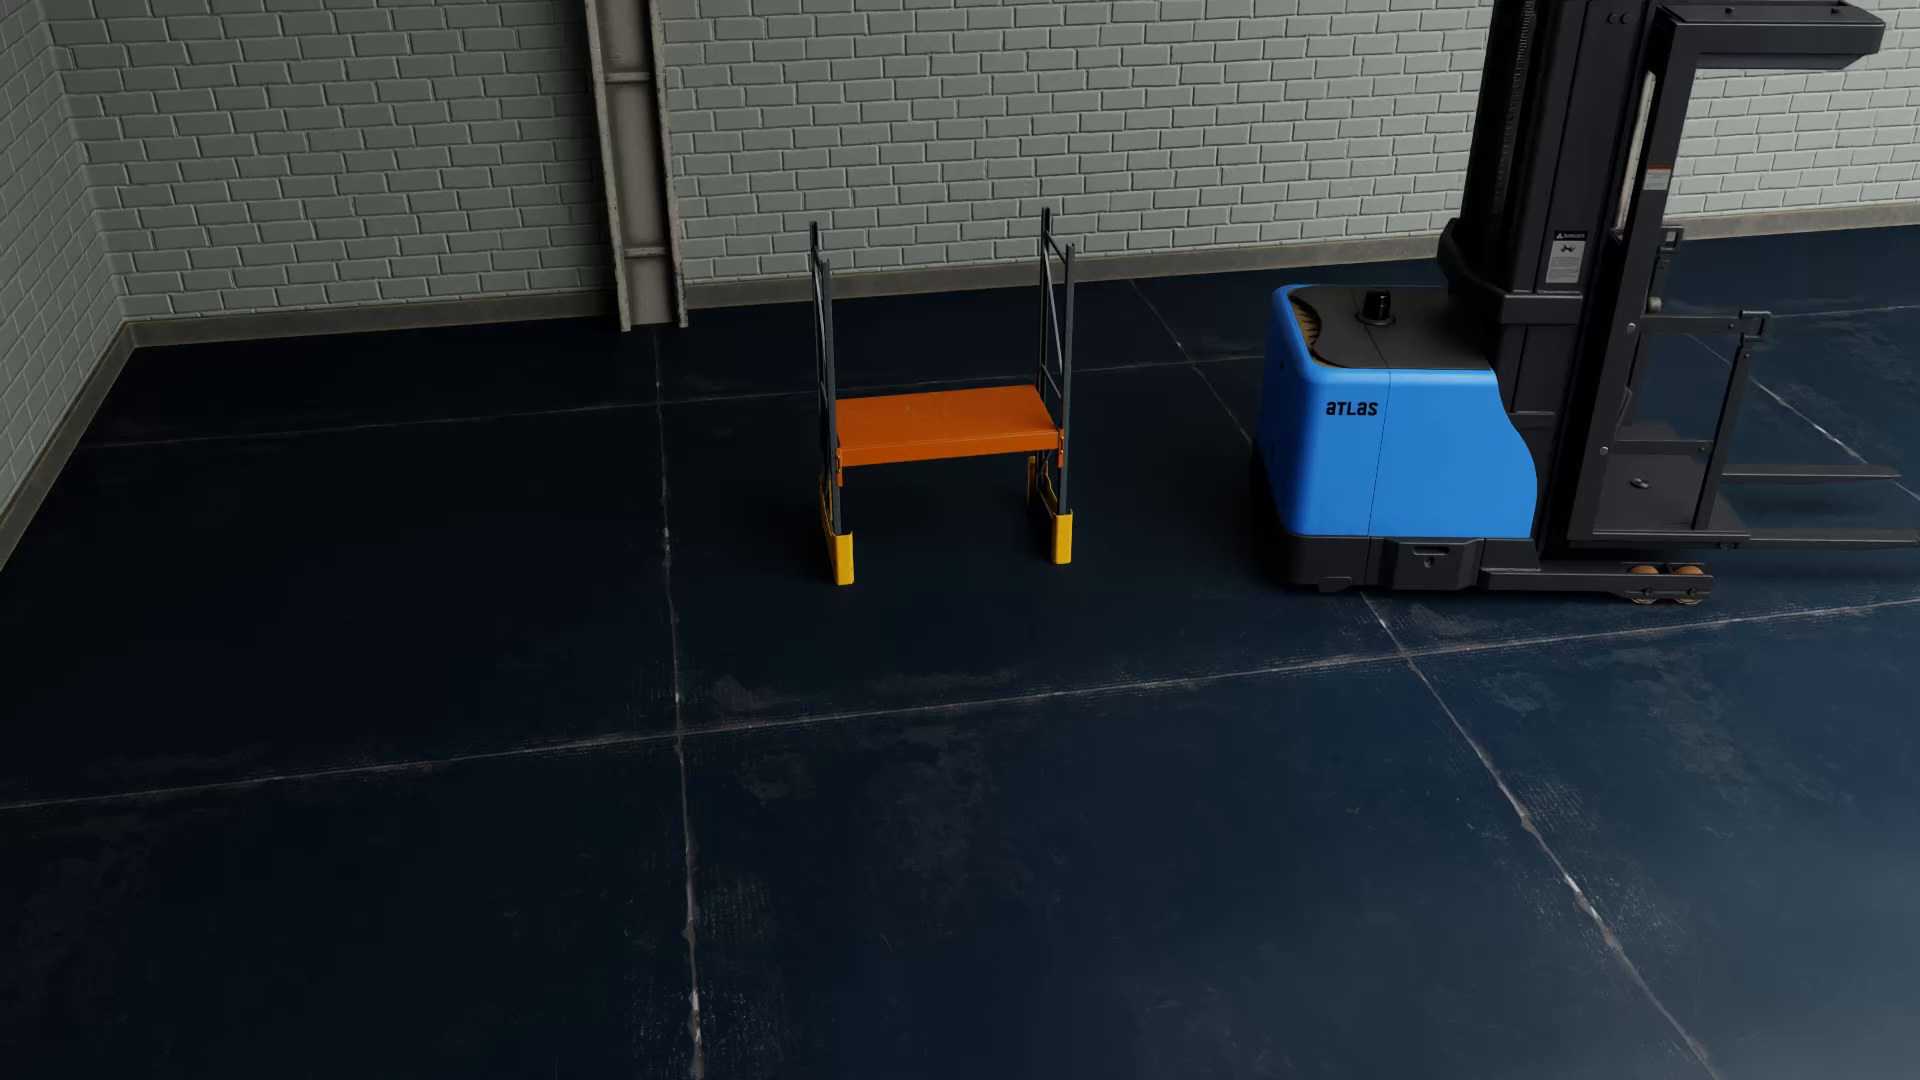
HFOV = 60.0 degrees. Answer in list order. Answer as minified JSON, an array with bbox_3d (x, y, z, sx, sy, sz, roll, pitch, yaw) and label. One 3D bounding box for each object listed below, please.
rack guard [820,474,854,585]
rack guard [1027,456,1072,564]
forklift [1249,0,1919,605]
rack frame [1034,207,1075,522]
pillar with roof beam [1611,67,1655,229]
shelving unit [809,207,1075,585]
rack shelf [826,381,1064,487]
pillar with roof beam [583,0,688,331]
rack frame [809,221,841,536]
[{"bbox_3d":[-0.565,-0.055,7.597,0.087,0.250,0.587,-5,31,-9],"label":"rack guard"},{"bbox_3d":[0.415,-0.146,7.752,0.087,0.250,0.587,-5,31,-9],"label":"rack guard"},{"bbox_3d":[2.914,-1.256,6.994,3.031,2.935,1.130,1,30,1],"label":"forklift"},{"bbox_3d":[0.416,-0.685,7.436,0.032,1.500,0.500,-5,31,-9],"label":"rack frame"},{"bbox_3d":[4.835,-3.610,5.012,0.400,9.000,9.100,-5,31,-9],"label":"pillar with roof beam"},{"bbox_3d":[-0.075,-0.640,7.358,1.083,1.500,0.587,-5,31,-9],"label":"shelving unit"},{"bbox_3d":[-0.084,-0.484,7.448,1.000,0.185,0.538,-5,31,-9],"label":"rack shelf"},{"bbox_3d":[-1.067,-3.063,4.080,0.400,9.000,9.100,-5,31,-9],"label":"pillar with roof beam"},{"bbox_3d":[-0.584,-0.592,7.278,0.032,1.500,0.500,-5,31,-9],"label":"rack frame"}]
